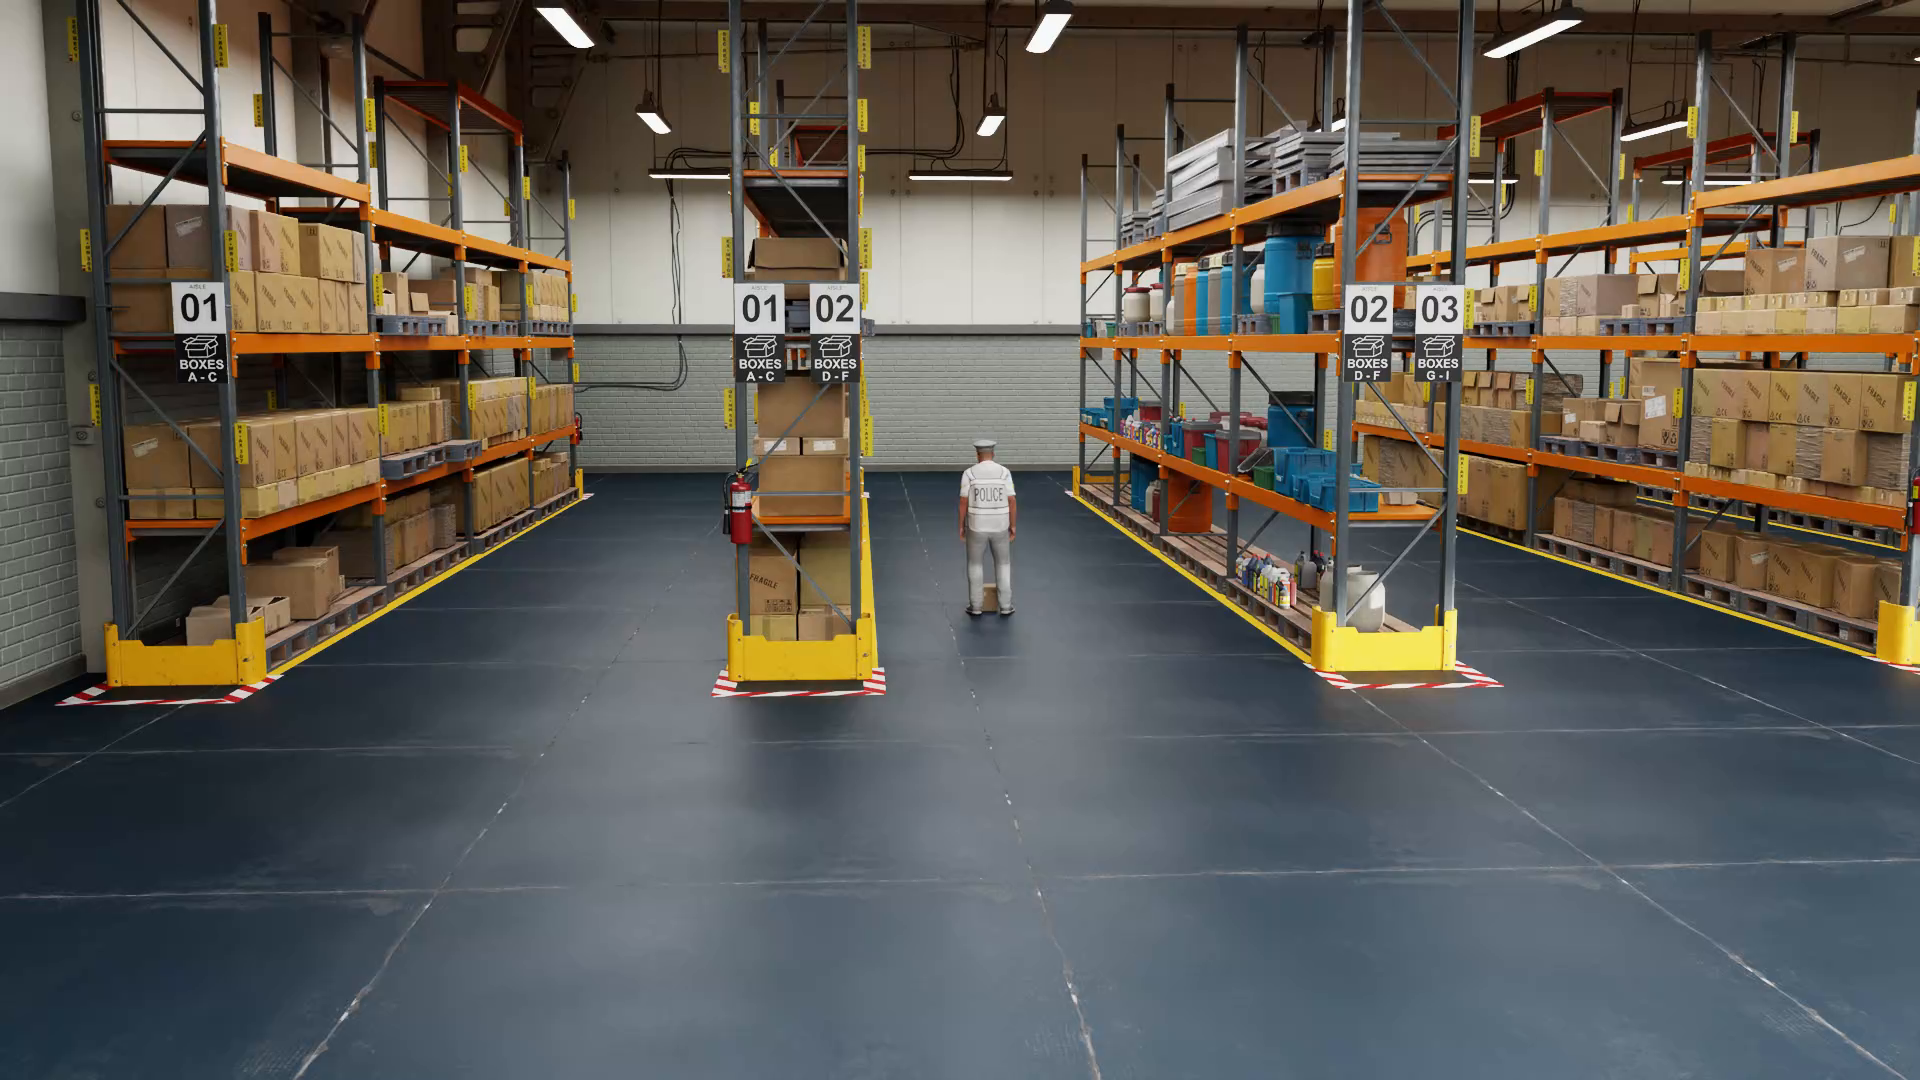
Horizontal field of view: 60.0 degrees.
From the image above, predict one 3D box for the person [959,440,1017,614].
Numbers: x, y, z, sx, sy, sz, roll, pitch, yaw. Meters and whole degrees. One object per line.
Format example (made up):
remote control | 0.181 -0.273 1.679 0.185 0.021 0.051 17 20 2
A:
person | 0.279 -0.123 16.738 0.584 1.748 0.433 0 7 -4
